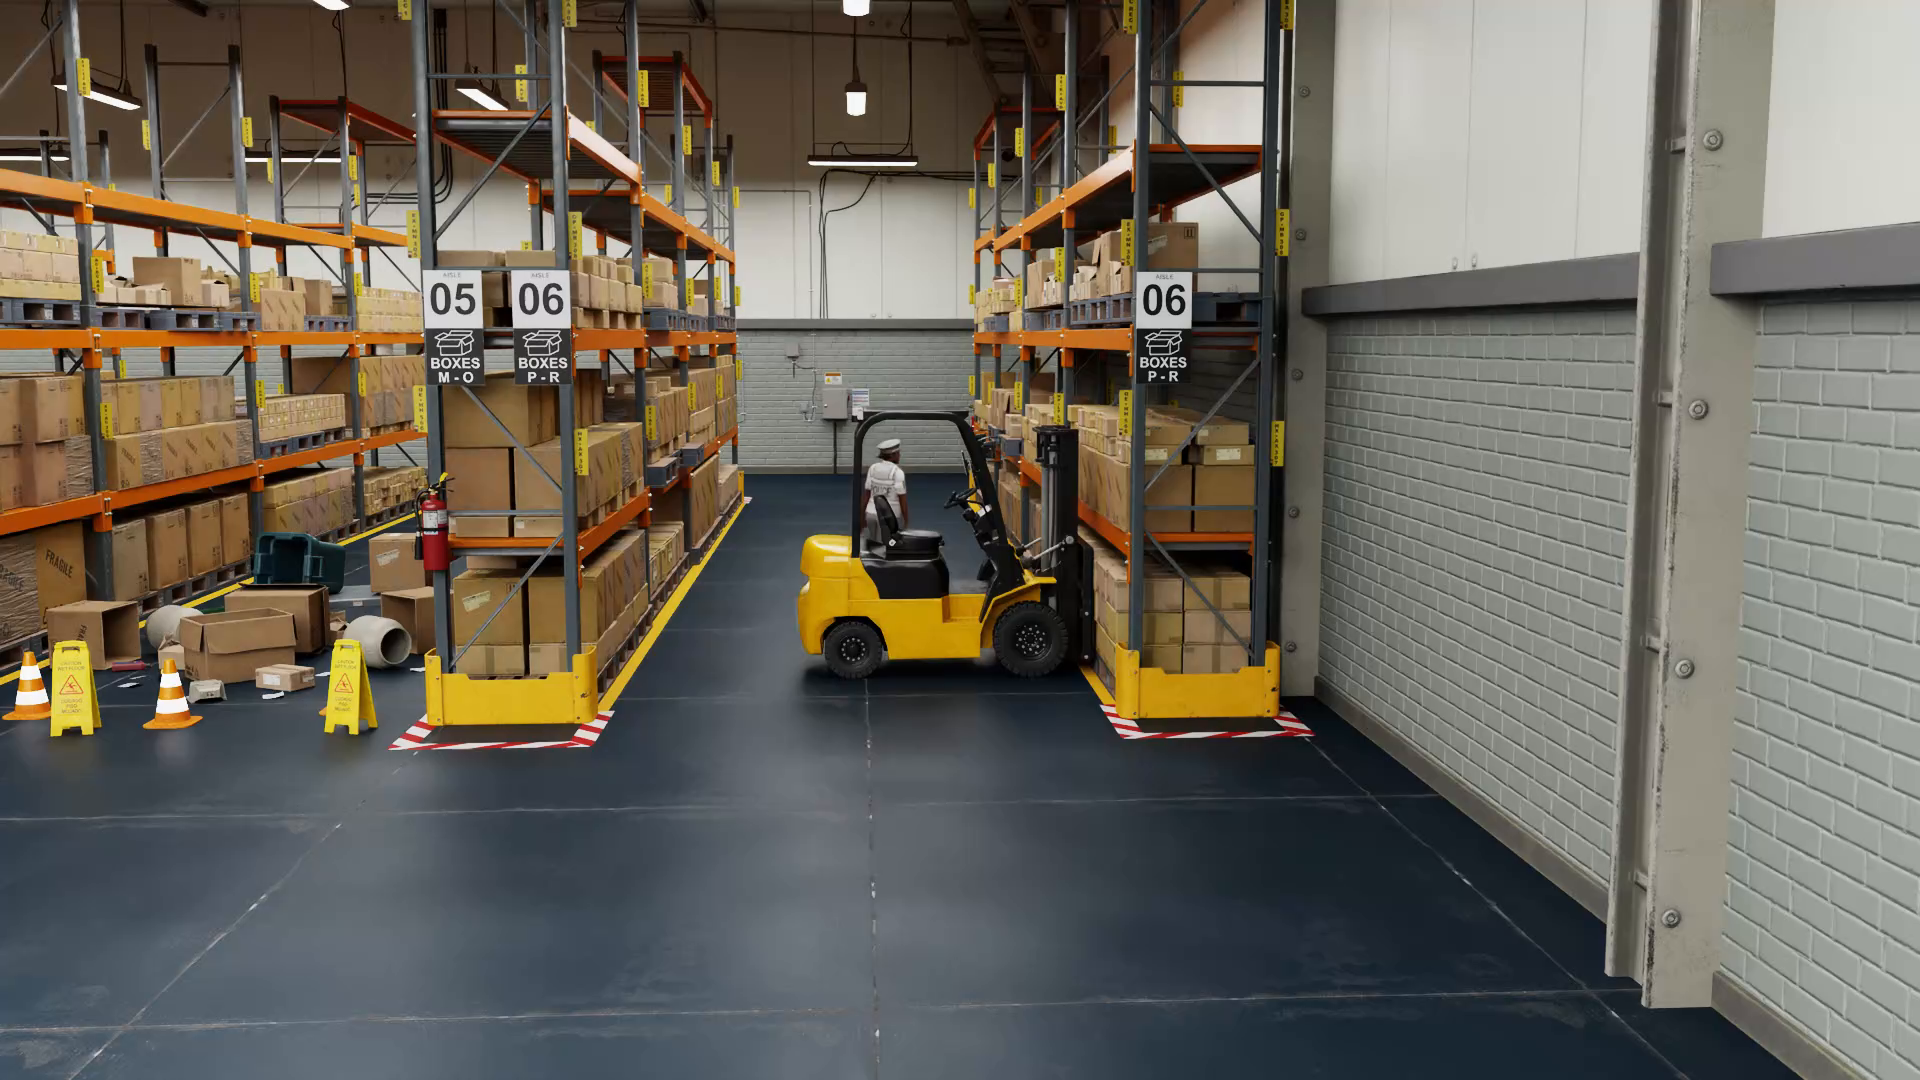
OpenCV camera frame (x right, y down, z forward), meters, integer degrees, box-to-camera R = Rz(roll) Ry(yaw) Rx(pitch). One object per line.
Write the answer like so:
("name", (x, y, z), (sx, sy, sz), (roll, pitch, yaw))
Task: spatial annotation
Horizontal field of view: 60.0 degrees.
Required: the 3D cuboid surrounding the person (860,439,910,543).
("person", (-0.816, -0.220, 17.384), (0.580, 1.675, 0.452), (5, 9, 38))
